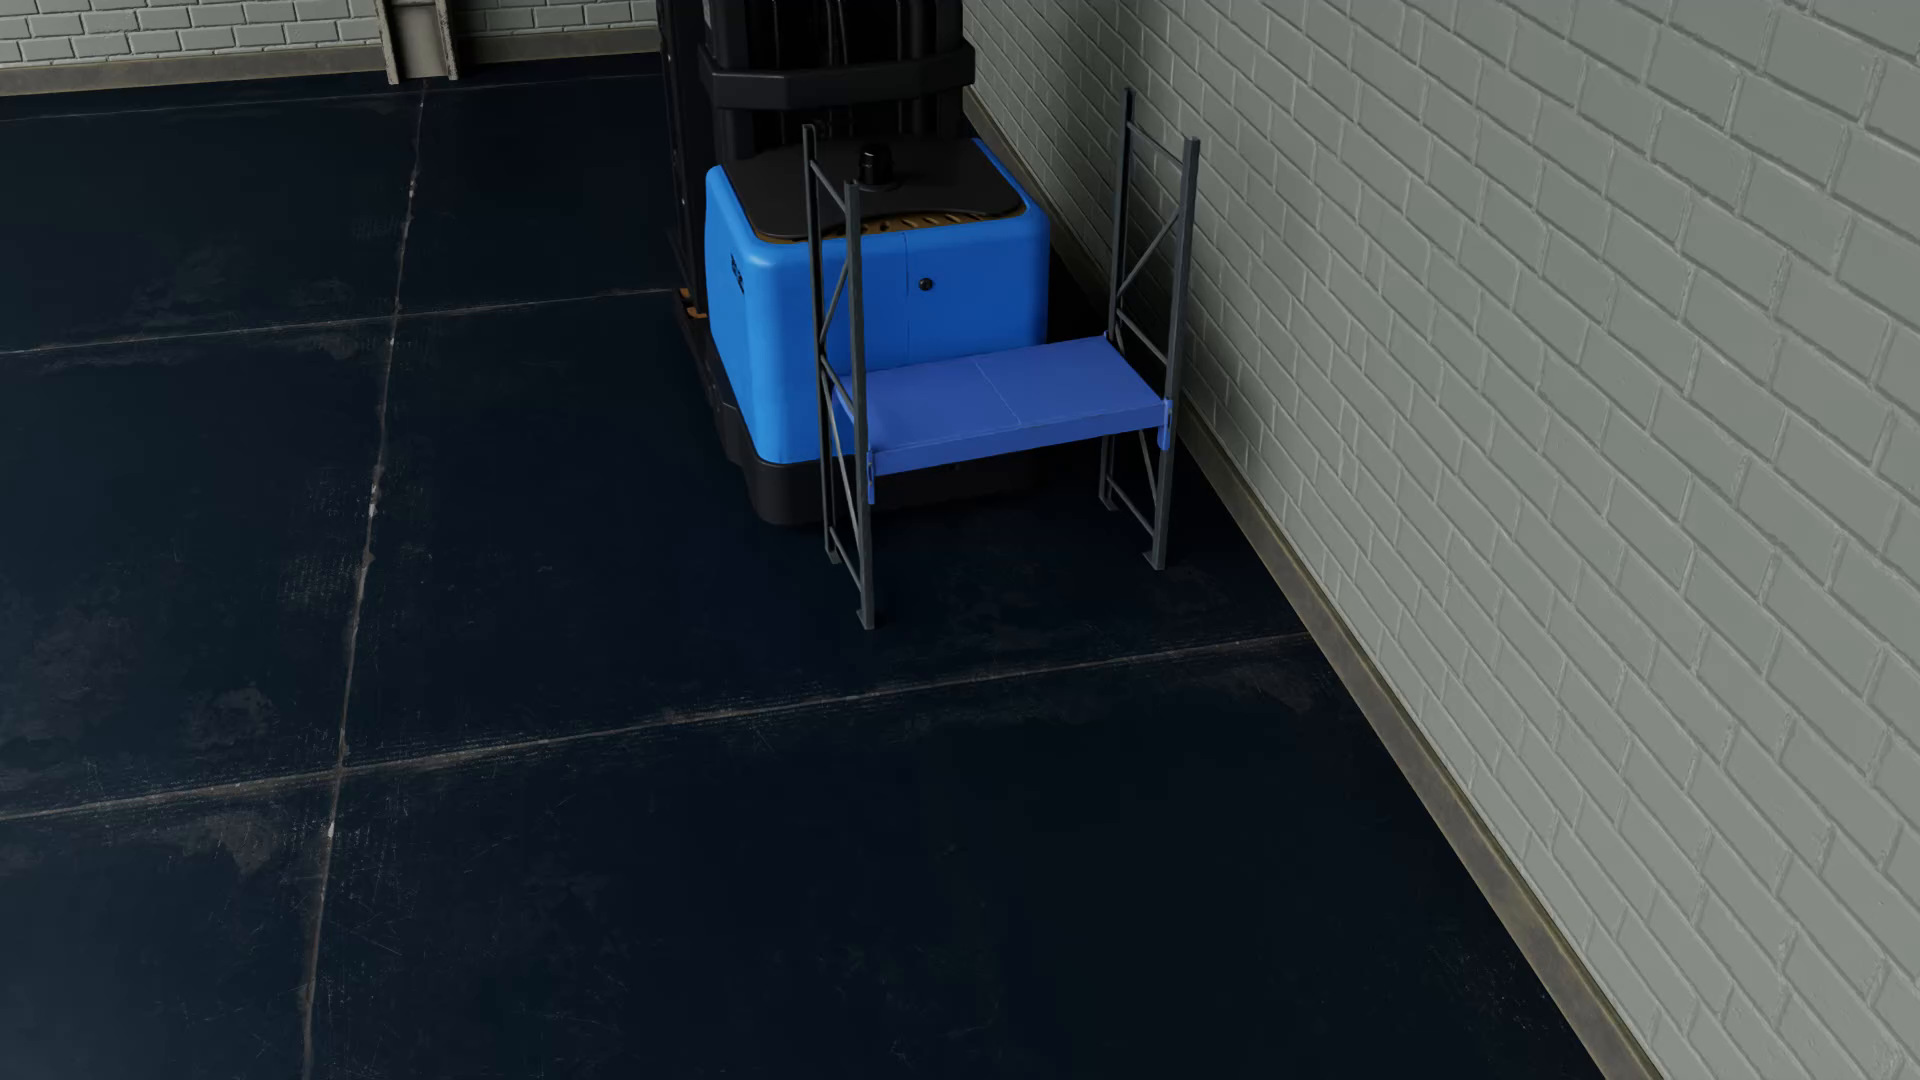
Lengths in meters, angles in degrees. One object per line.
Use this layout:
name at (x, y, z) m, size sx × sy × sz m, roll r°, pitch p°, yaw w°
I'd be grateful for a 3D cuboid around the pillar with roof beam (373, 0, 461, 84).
pillar with roof beam at (-2.226, -4.168, 3.886) m, size 0.400 × 9.000 × 9.100 m, roll -7°, pitch 35°, yaw -11°

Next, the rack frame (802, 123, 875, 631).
rack frame at (-0.368, -0.465, 5.097) m, size 0.032 × 1.500 × 0.500 m, roll -11°, pitch 35°, yaw -16°

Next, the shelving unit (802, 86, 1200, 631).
shelving unit at (0.113, -0.558, 5.235) m, size 1.048 × 1.500 × 0.538 m, roll -11°, pitch 35°, yaw -16°

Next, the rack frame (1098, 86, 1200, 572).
rack frame at (0.594, -0.650, 5.372) m, size 0.032 × 1.500 × 0.500 m, roll -11°, pitch 35°, yaw -16°

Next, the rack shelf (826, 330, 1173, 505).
rack shelf at (0.113, -0.408, 5.335) m, size 1.000 × 0.185 × 0.538 m, roll -11°, pitch 35°, yaw -16°

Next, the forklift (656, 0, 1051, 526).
forklift at (-0.595, -2.082, 6.222) m, size 1.130 × 2.935 × 3.031 m, roll -9°, pitch 35°, yaw -14°
